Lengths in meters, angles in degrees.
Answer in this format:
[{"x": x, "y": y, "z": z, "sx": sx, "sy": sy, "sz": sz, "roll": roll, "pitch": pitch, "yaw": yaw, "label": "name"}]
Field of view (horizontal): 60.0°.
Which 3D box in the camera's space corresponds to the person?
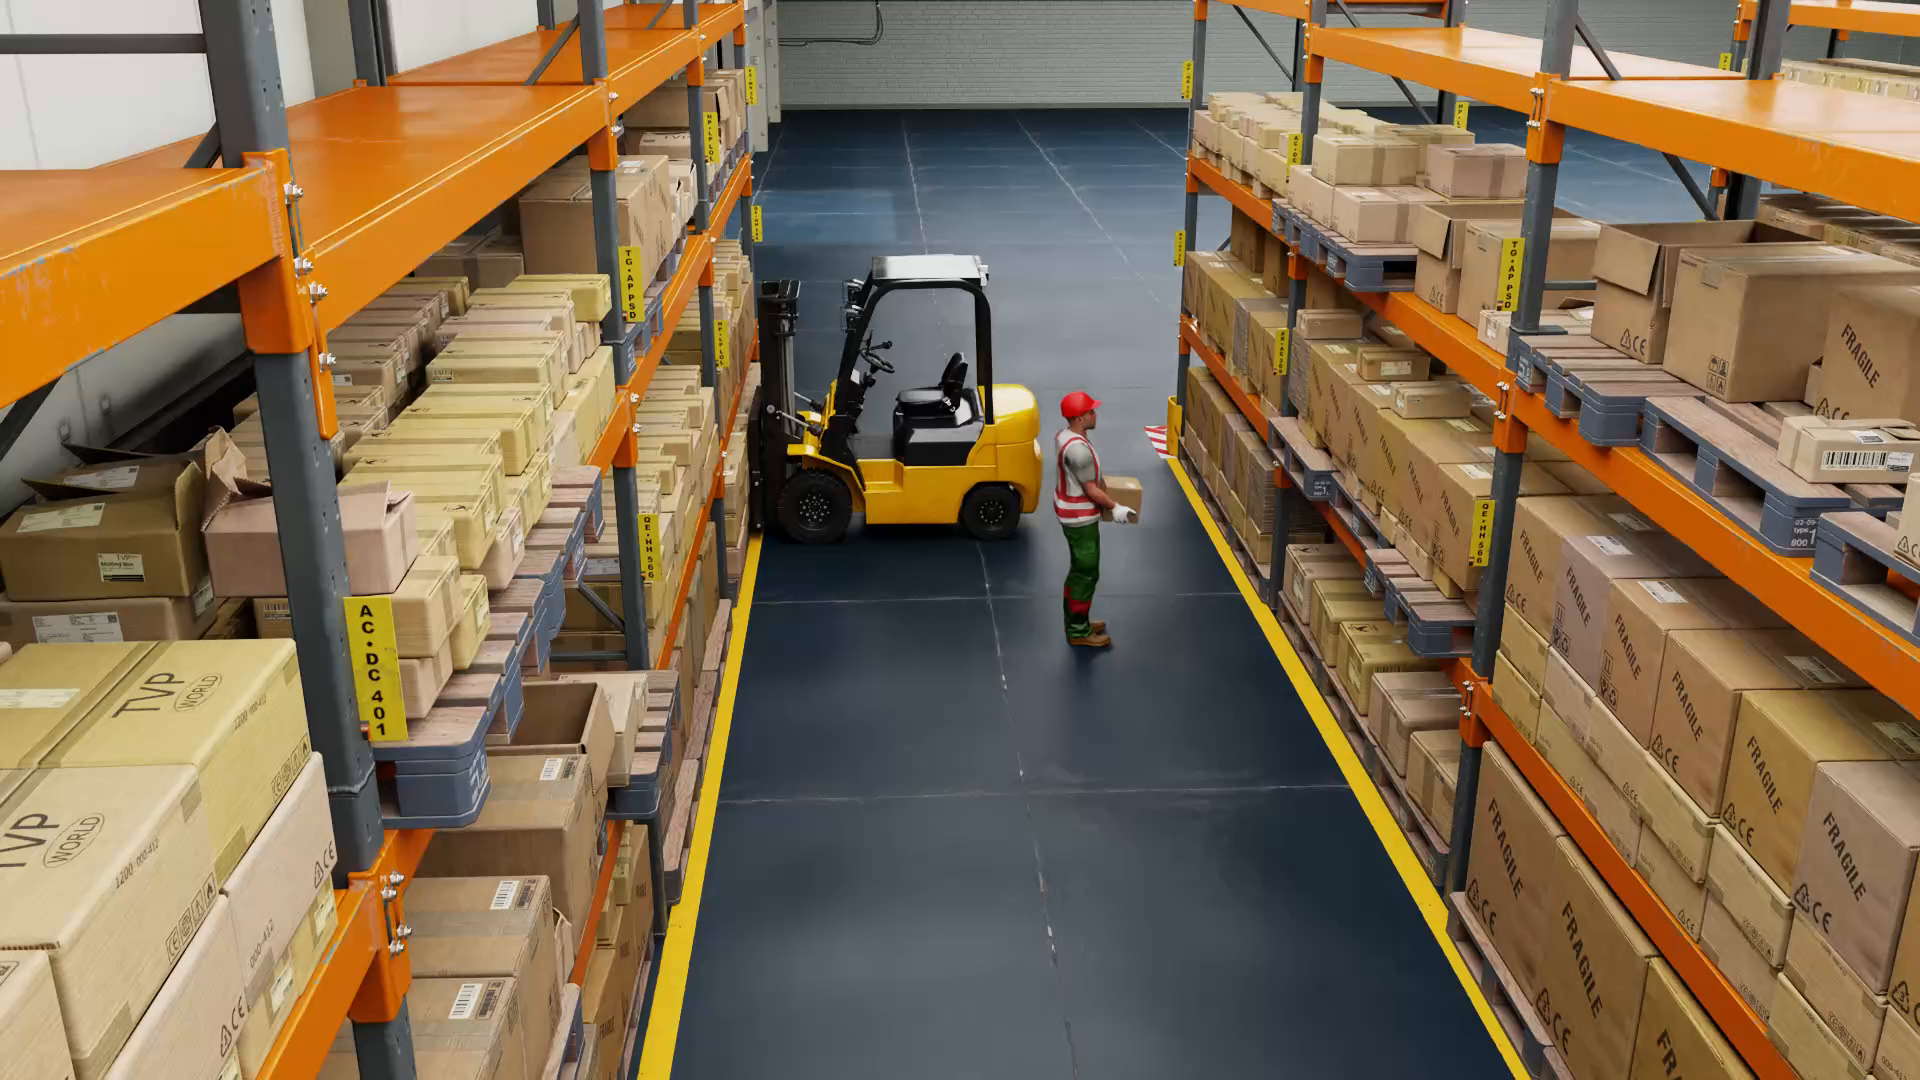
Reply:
[{"x": 0.919, "y": -0.156, "z": 11.461, "sx": 0.547, "sy": 1.793, "sz": 0.519, "roll": -1, "pitch": 20, "yaw": -3, "label": "person"}]
